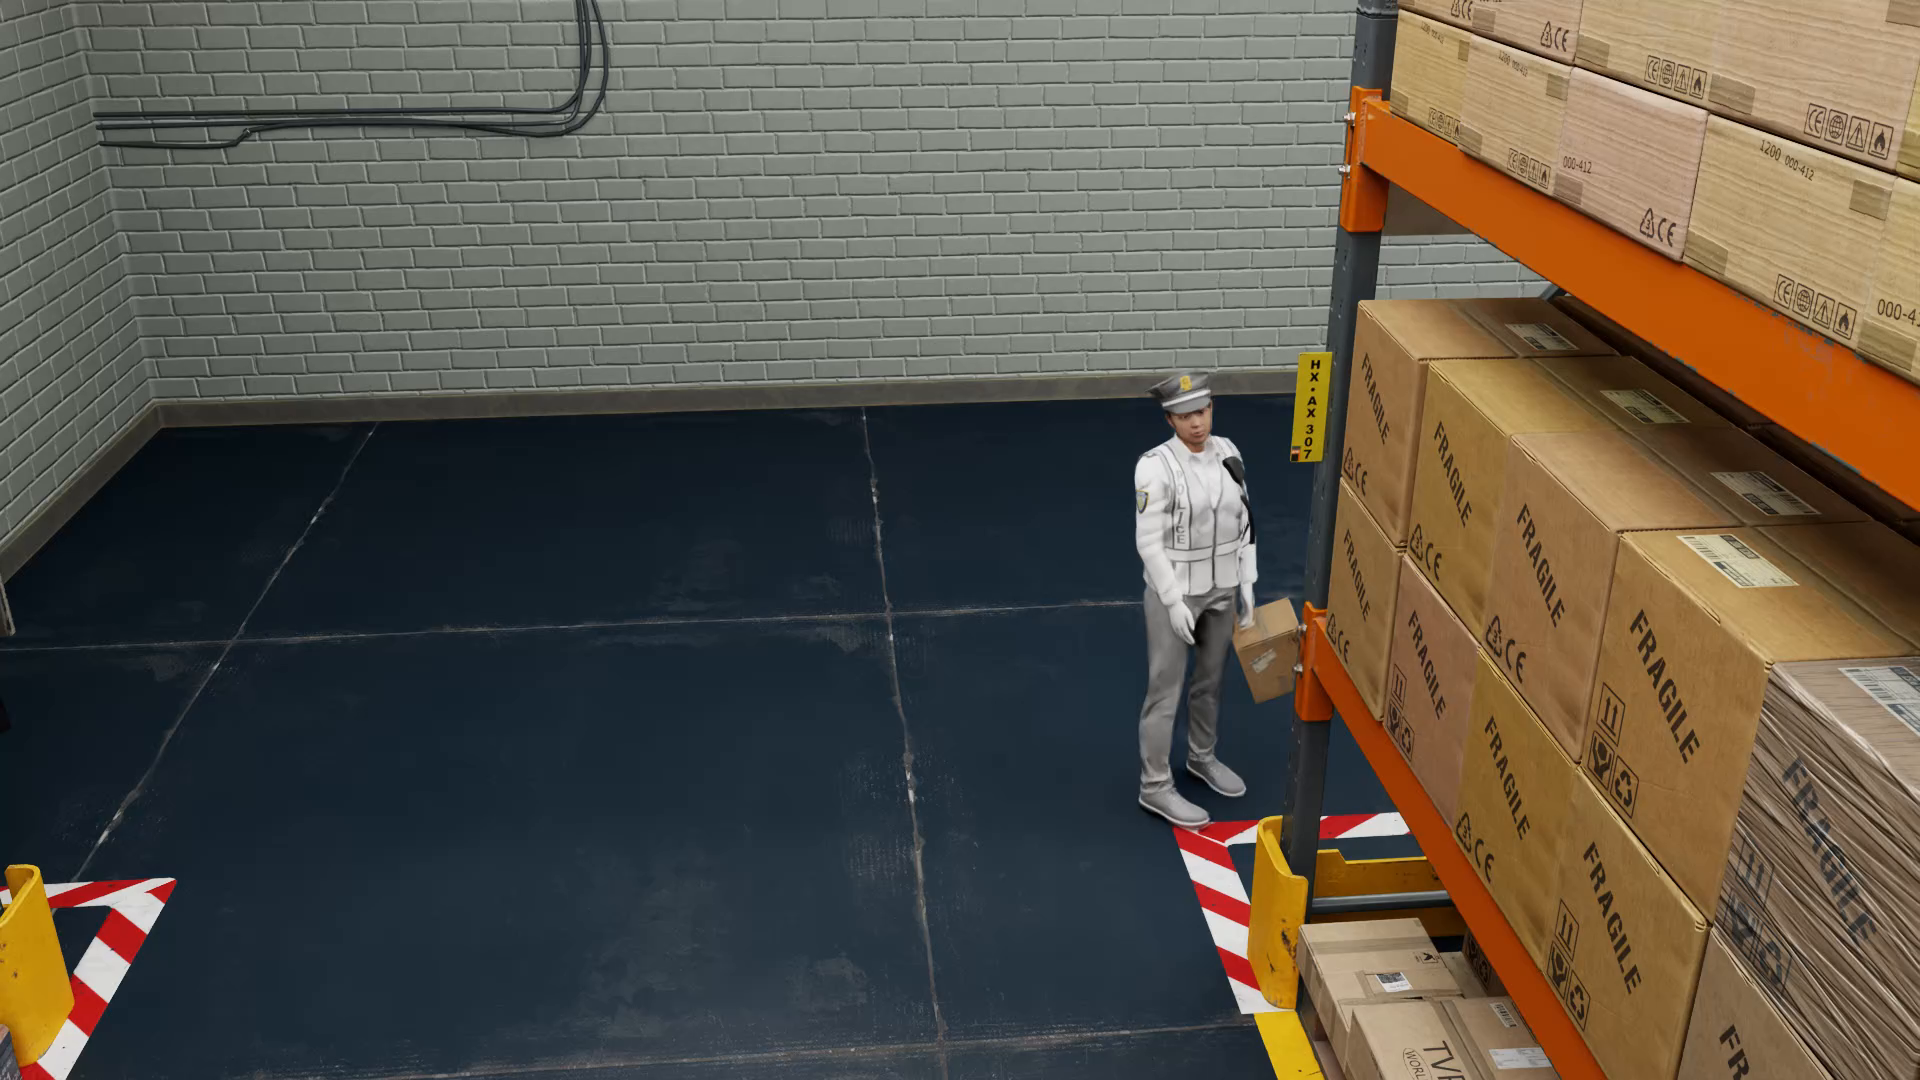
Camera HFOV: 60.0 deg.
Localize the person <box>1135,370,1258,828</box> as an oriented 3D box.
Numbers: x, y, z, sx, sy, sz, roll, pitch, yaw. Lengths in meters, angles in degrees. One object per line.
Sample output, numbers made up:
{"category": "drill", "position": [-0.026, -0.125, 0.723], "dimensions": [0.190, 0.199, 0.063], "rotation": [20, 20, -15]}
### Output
{"category": "person", "position": [0.874, 0.200, 6.108], "dimensions": [0.498, 1.699, 0.521], "rotation": [-12, 27, -25]}
